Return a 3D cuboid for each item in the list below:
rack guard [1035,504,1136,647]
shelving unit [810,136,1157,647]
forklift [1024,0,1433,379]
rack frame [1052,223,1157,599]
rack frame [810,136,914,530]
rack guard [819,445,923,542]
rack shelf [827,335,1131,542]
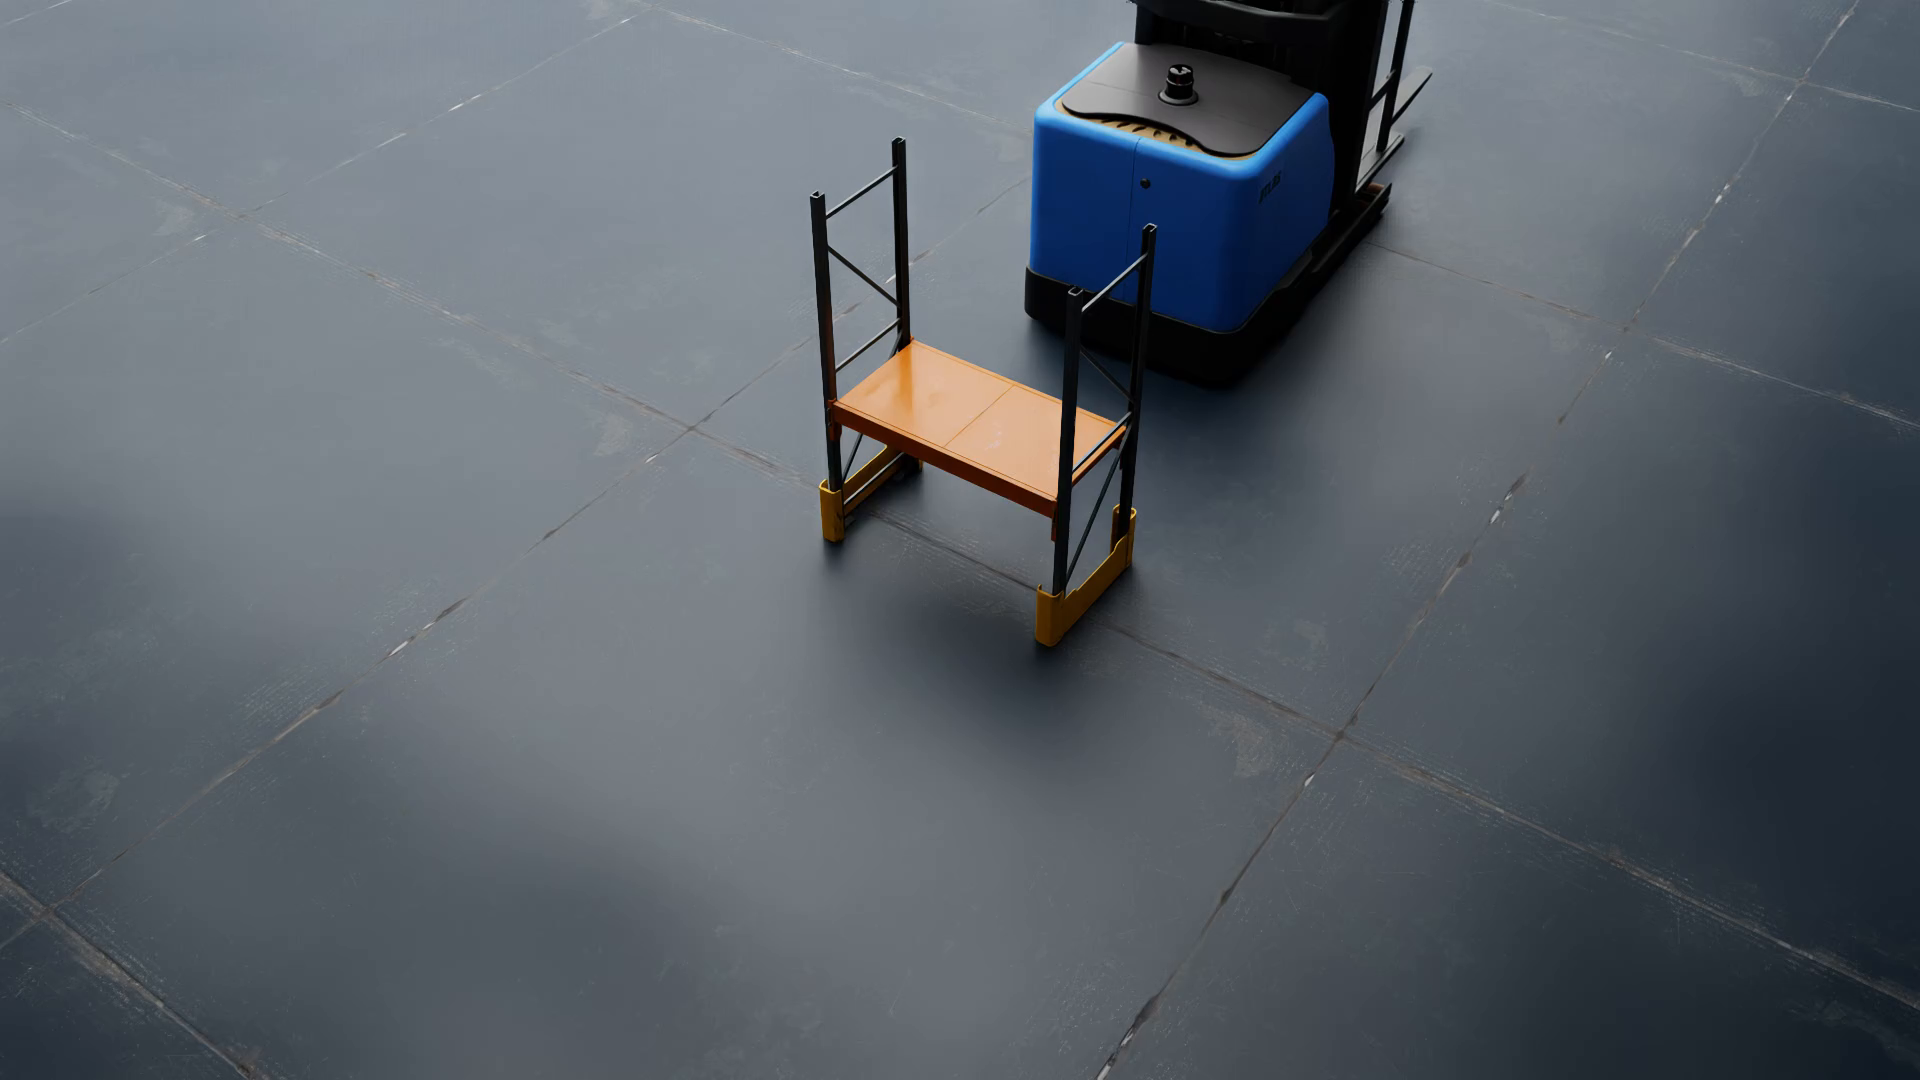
[{"bbox_3d":[0.470,0.127,6.184,0.087,0.250,0.587,25,48,25],"label":"rack guard"},{"bbox_3d":[0.062,-0.530,5.980,1.083,1.500,0.587,25,48,25],"label":"shelving unit"},{"bbox_3d":[1.493,-2.748,7.386,1.130,2.935,3.031,22,46,23],"label":"forklift"},{"bbox_3d":[0.486,-0.332,5.759,0.032,1.500,0.500,25,48,25],"label":"rack frame"},{"bbox_3d":[-0.346,-0.721,6.194,0.032,1.500,0.500,25,48,25],"label":"rack frame"},{"bbox_3d":[-0.345,-0.255,6.610,0.087,0.250,0.587,25,48,25],"label":"rack guard"},{"bbox_3d":[0.070,-0.392,6.096,1.000,0.185,0.538,25,48,25],"label":"rack shelf"}]
